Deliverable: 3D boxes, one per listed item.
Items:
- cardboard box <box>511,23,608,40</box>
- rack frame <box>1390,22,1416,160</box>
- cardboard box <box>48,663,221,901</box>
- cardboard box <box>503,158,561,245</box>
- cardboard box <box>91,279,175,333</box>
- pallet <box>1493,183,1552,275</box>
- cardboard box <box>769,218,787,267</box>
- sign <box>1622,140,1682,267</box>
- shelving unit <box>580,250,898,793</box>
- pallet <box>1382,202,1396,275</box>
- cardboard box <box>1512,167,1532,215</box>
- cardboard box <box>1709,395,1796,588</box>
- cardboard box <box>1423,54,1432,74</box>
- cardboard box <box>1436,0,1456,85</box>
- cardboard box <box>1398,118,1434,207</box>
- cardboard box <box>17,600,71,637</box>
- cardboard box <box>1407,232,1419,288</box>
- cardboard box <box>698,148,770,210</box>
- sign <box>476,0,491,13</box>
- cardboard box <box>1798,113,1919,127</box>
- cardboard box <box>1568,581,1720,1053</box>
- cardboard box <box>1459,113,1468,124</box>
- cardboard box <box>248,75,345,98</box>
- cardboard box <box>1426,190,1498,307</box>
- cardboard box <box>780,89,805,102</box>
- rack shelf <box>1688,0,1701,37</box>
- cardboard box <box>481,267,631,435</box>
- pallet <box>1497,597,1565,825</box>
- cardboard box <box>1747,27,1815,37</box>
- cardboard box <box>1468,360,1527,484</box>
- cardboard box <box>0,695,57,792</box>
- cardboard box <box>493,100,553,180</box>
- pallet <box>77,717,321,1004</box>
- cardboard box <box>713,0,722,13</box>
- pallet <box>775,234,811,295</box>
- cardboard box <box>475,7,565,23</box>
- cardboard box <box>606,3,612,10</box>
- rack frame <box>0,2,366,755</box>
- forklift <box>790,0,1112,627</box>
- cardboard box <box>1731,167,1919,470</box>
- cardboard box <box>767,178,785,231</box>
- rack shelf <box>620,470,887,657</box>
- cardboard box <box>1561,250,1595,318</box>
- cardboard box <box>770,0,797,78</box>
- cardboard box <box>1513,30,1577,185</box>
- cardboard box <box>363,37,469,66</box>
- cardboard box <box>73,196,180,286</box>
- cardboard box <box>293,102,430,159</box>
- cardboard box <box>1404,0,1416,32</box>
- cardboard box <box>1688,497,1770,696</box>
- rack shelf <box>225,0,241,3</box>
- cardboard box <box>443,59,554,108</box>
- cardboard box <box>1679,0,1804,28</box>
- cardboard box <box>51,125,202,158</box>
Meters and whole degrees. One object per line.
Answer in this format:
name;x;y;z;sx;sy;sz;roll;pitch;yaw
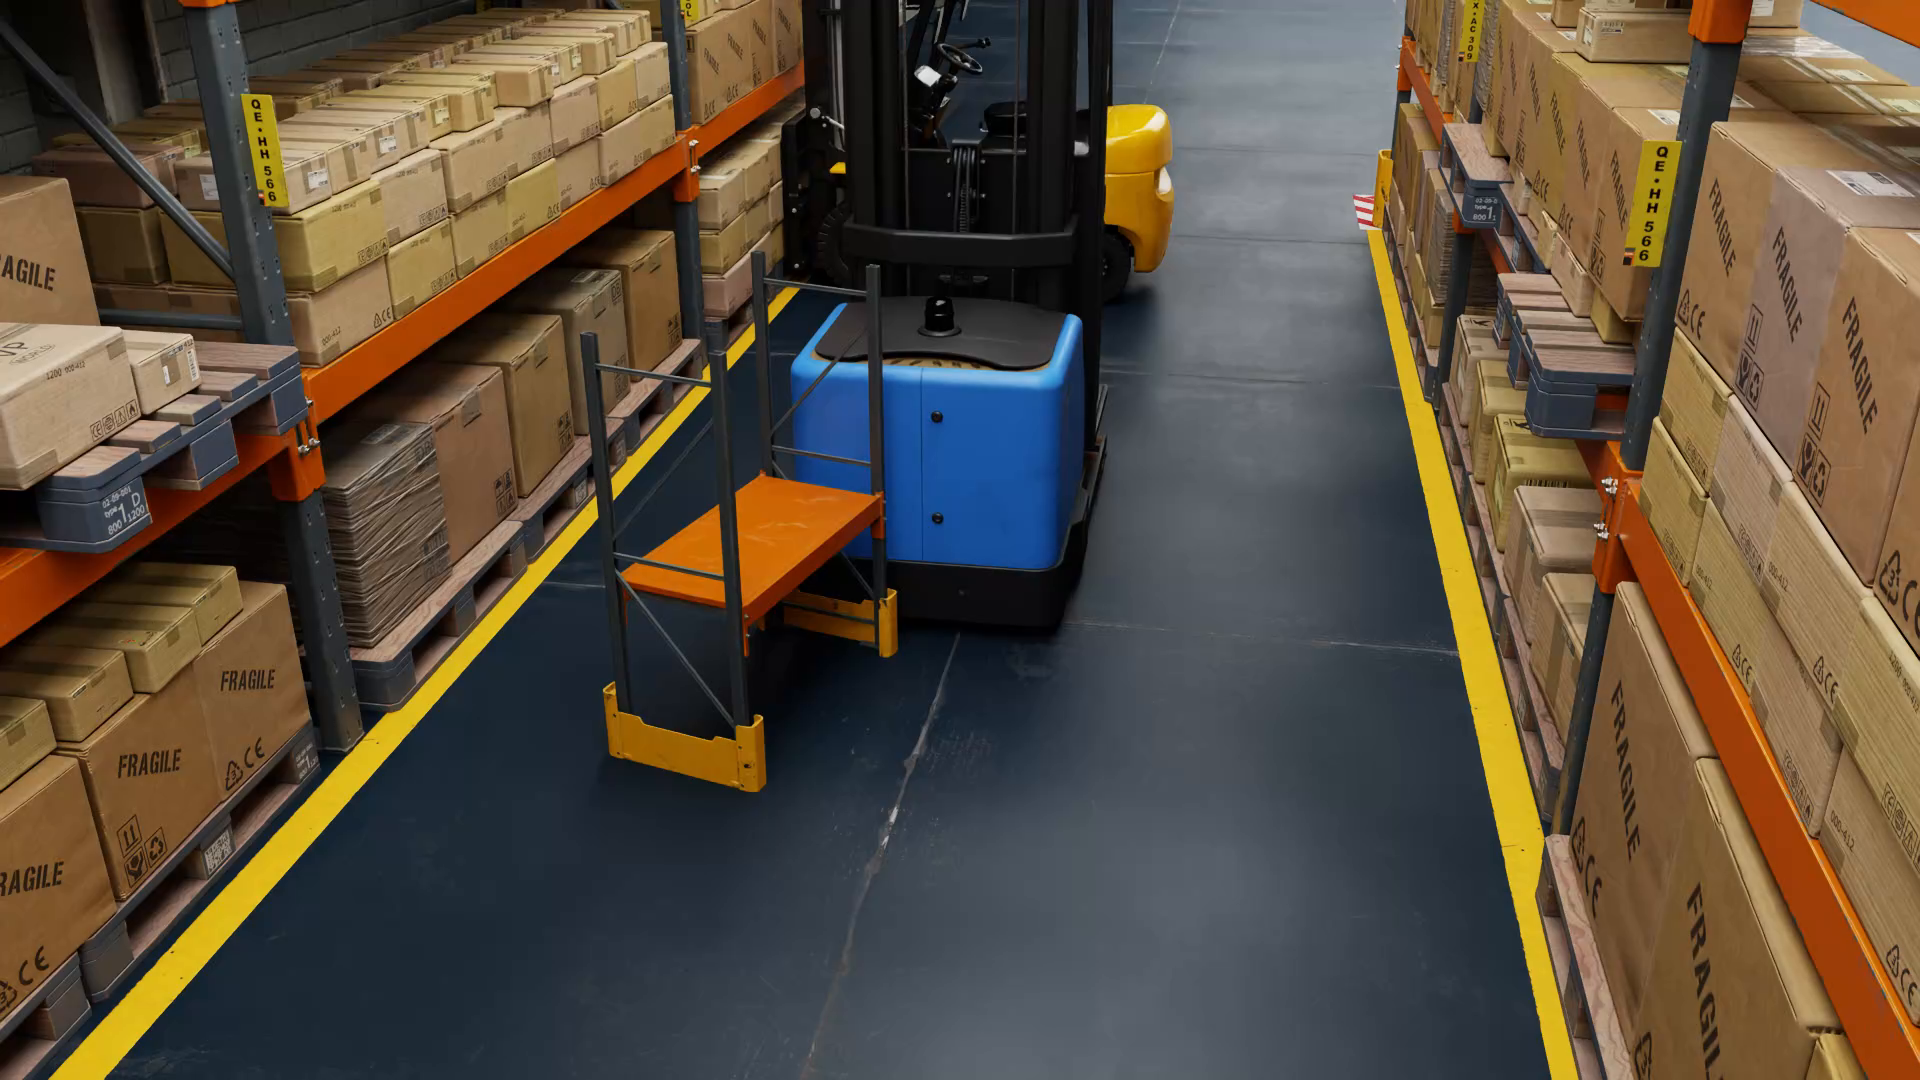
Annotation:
cardboard box;-1.874;-2.330;7.807;0.380;0.149;0.250;4;25;8
rack frame;3.631;-3.688;11.591;1.000;3.000;0.127;4;25;9
cardboard box;-2.524;0.658;4.760;0.500;0.500;0.500;4;25;8
cardboard box;-2.010;-1.428;6.939;0.500;0.250;0.500;5;26;10
cardboard box;-2.753;-0.822;5.645;0.500;0.250;0.500;3;25;7
pallet;2.606;-1.086;6.258;1.003;0.211;1.213;4;25;9
cardboard box;-1.379;-1.911;10.543;0.500;0.250;0.500;4;25;9
sign;1.786;-0.864;4.286;0.100;0.325;0.005;4;25;9
shelving unit;-0.718;-0.104;5.703;0.587;1.500;1.083;11;27;22
pallet;3.450;-2.056;11.393;1.003;0.211;1.213;4;25;9
cardboard box;2.334;-1.339;6.373;0.380;0.149;0.250;5;26;11
cardboard box;1.911;-0.090;3.491;0.500;0.250;0.500;5;25;10
cardboard box;3.124;-3.021;10.462;0.380;0.149;0.250;5;25;10
cardboard box;2.962;-2.831;9.291;0.500;0.500;0.500;5;25;10
cardboard box;3.141;-2.425;10.757;0.500;0.500;0.500;3;25;7
cardboard box;-2.967;0.160;5.057;0.380;0.149;0.250;5;26;11
cardboard box;2.973;-1.662;10.010;0.500;0.250;0.500;4;25;9
cardboard box;-1.439;-2.149;9.871;0.500;0.250;0.500;4;25;9
sign;-2.469;-2.823;8.629;0.100;0.325;0.005;4;25;9
cardboard box;2.625;-0.884;4.637;0.500;0.500;0.500;3;25;7
cardboard box;2.128;0.713;4.199;0.875;0.875;0.875;4;25;8
cardboard box;2.729;-2.057;8.402;0.380;0.149;0.250;4;25;8
cardboard box;-2.637;-1.716;6.496;0.380;0.149;0.250;4;25;8
cardboard box;2.809;-1.566;8.920;0.500;0.500;0.500;4;25;8
cardboard box;-1.112;-3.000;11.689;0.500;0.250;0.500;4;25;9
rack shelf;2.650;-2.211;5.746;1.077;0.370;4.000;4;25;9
cardboard box;-2.129;-0.929;8.002;0.875;0.625;0.625;4;25;8
pallet;2.452;0.594;5.732;1.003;0.211;1.213;4;25;9
cardboard box;2.958;-1.753;6.493;0.500;0.500;0.500;5;26;10
cardboard box;2.779;-0.495;7.373;0.950;0.372;0.625;6;26;12
cardboard box;-2.594;0.518;4.292;0.380;0.149;0.250;5;26;10
cardboard box;-2.016;-1.654;6.833;0.500;0.250;0.500;4;25;9
pallet;-2.734;0.888;5.104;1.003;0.211;1.213;4;25;9
cardboard box;-1.553;-3.031;9.304;0.380;0.149;0.250;4;25;8
pallet;-1.552;-1.936;11.137;1.003;0.211;1.213;4;25;9
cardboard box;-2.190;-2.564;8.307;0.380;0.149;0.250;3;25;7
cardboard box;-2.115;-2.956;9.144;0.380;0.149;0.250;3;25;7
rack frame;-2.574;-0.684;5.174;1.000;3.000;0.127;4;25;9
forklift;0.102;-1.591;7.192;1.130;2.935;3.031;4;25;8
cardboard box;1.930;-0.443;3.360;0.500;0.500;0.500;4;25;9
cardboard box;-1.363;-2.130;10.420;0.500;0.250;0.500;4;25;8
rack shelf;-0.715;0.056;5.786;0.538;0.185;1.000;11;27;22
cardboard box;2.114;-0.798;5.217;0.380;0.149;0.250;4;25;8
cardboard box;-1.337;-3.210;10.451;0.500;0.500;0.500;4;25;9
cardboard box;2.368;-1.578;6.119;0.500;0.500;0.500;3;25;6
cardboard box;-2.414;-2.141;7.402;0.380;0.149;0.250;4;25;8
cardboard box;-2.775;-1.050;5.542;0.500;0.250;0.500;5;25;10
cardboard box;-2.143;-1.468;5.964;0.380;0.149;0.250;4;25;9
cardboard box;3.279;-3.689;11.124;0.500;0.500;0.500;4;25;8
cardboard box;1.928;0.129;3.613;0.500;0.250;0.500;3;25;7
rack shelf;-2.248;-2.554;6.478;1.077;0.370;4.000;4;25;9
cardboard box;-1.904;-1.885;6.857;0.380;0.149;0.250;3;25;7
cardboard box;3.003;-2.065;6.394;0.380;0.149;0.250;3;25;6
cardboard box;-2.788;-1.291;5.586;0.380;0.149;0.250;5;25;10
